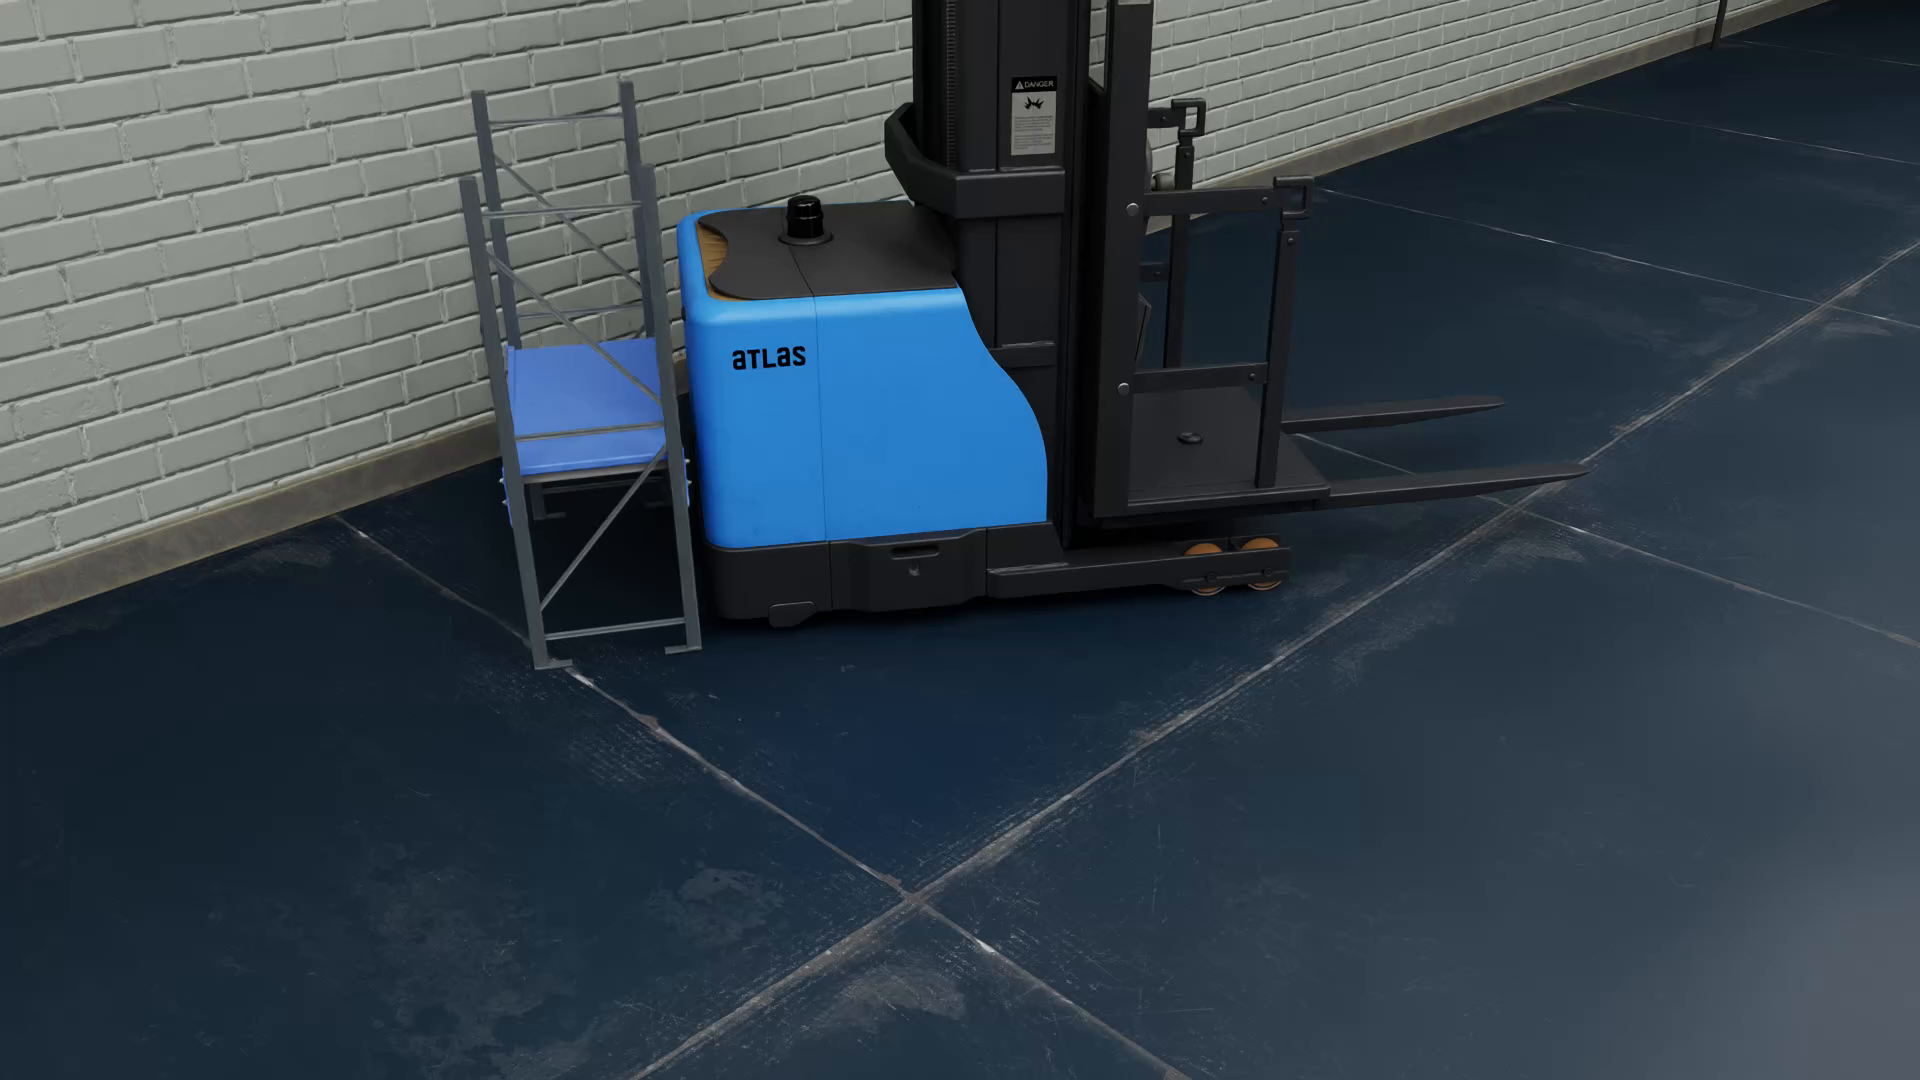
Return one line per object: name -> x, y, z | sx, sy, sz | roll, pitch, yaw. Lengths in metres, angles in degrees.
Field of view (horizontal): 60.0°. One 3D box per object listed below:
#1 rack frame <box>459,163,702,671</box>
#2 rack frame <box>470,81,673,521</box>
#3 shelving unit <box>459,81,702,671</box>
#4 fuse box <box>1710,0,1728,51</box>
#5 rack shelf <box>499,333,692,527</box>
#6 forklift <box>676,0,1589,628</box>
rack frame -> -1.046, -0.304, 4.709 | 0.500, 1.500, 0.032 | -7, 28, -11
rack frame -> -1.274, -0.765, 5.586 | 0.500, 1.500, 0.032 | -7, 28, -11
shelving unit -> -1.160, -0.534, 5.148 | 0.538, 1.500, 1.048 | -7, 28, -11
fuse box -> 5.972, -4.616, 12.690 | 0.414, 1.711, 0.539 | 25, 36, 38
rack shelf -> -1.158, -0.375, 5.232 | 0.538, 0.185, 1.000 | -7, 28, -11
forklift -> 0.617, -1.353, 5.174 | 3.031, 2.935, 1.130 | -5, 28, -10
